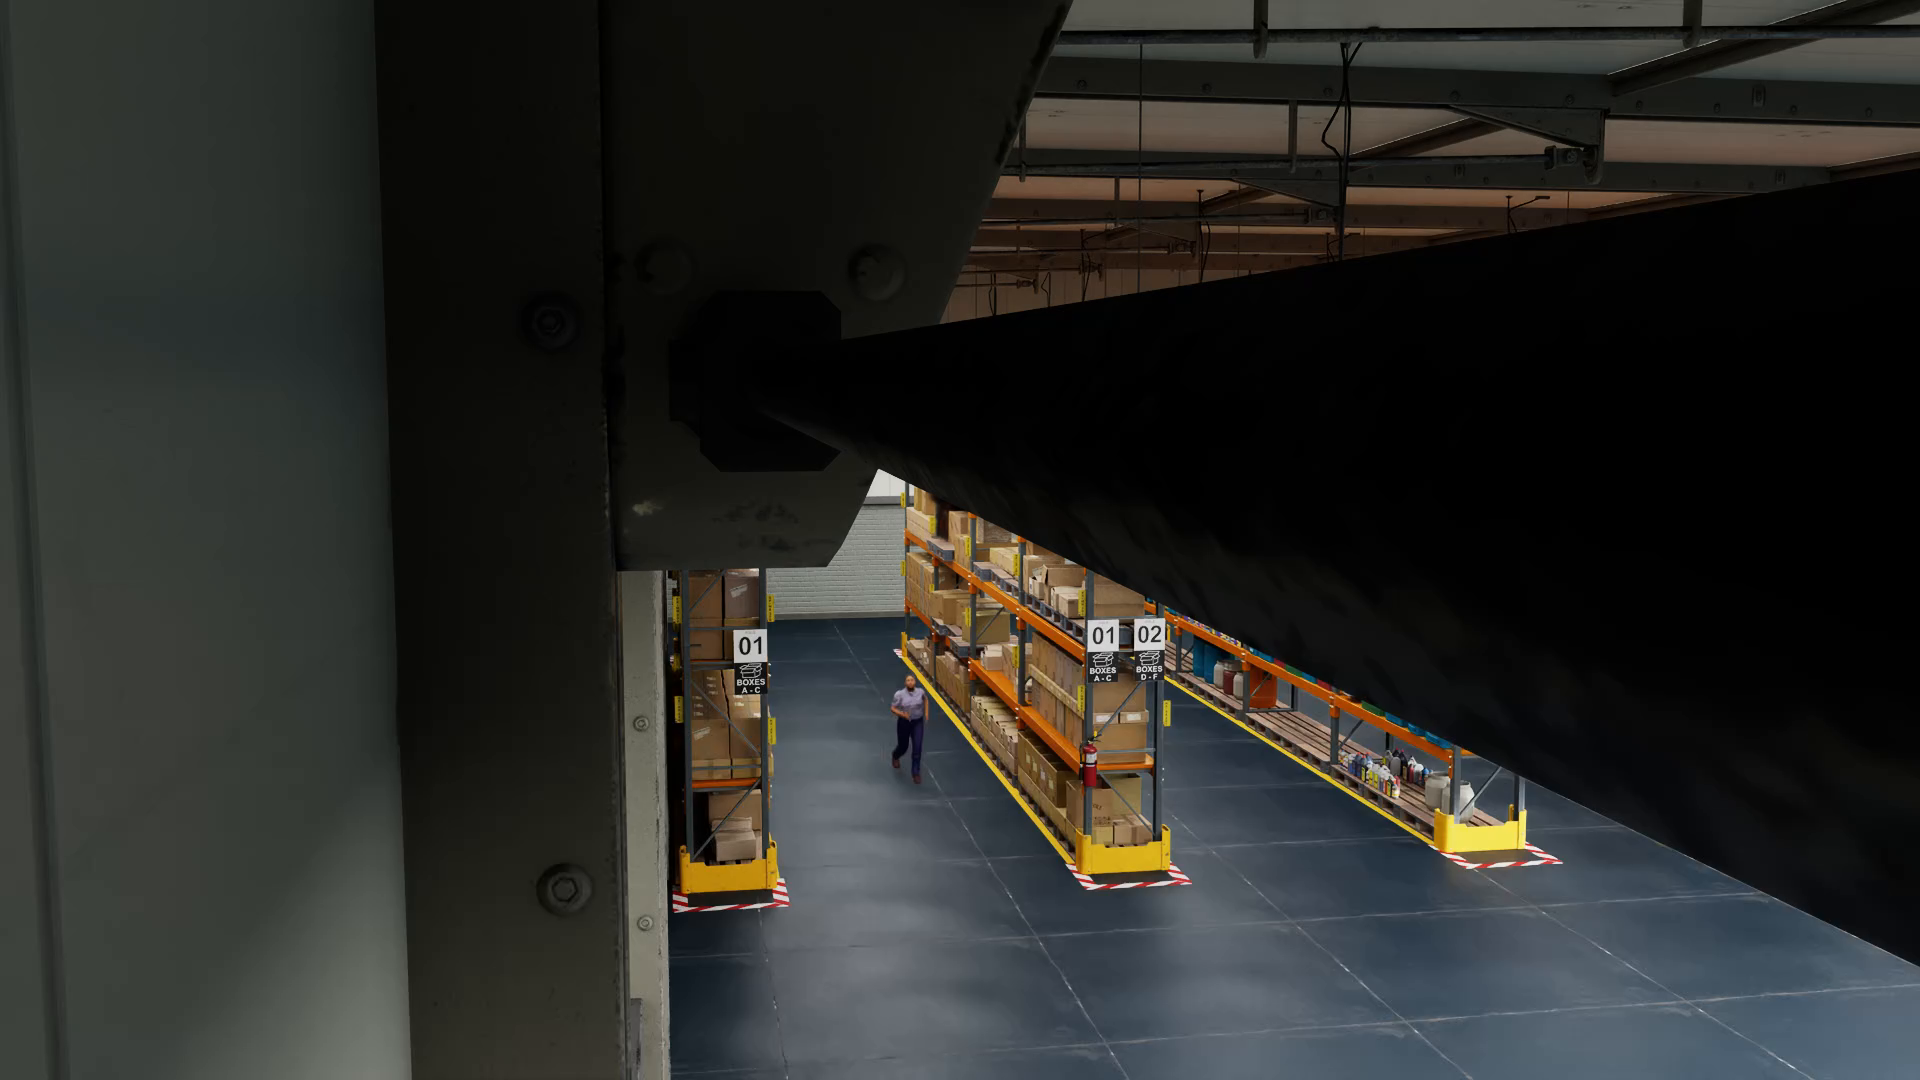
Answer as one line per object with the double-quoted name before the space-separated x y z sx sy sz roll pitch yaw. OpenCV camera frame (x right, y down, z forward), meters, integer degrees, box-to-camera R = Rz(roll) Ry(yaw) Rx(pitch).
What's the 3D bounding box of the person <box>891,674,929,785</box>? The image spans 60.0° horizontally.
"person" -0.771 2.868 25.658 0.615 1.643 0.914 -1 6 -13
